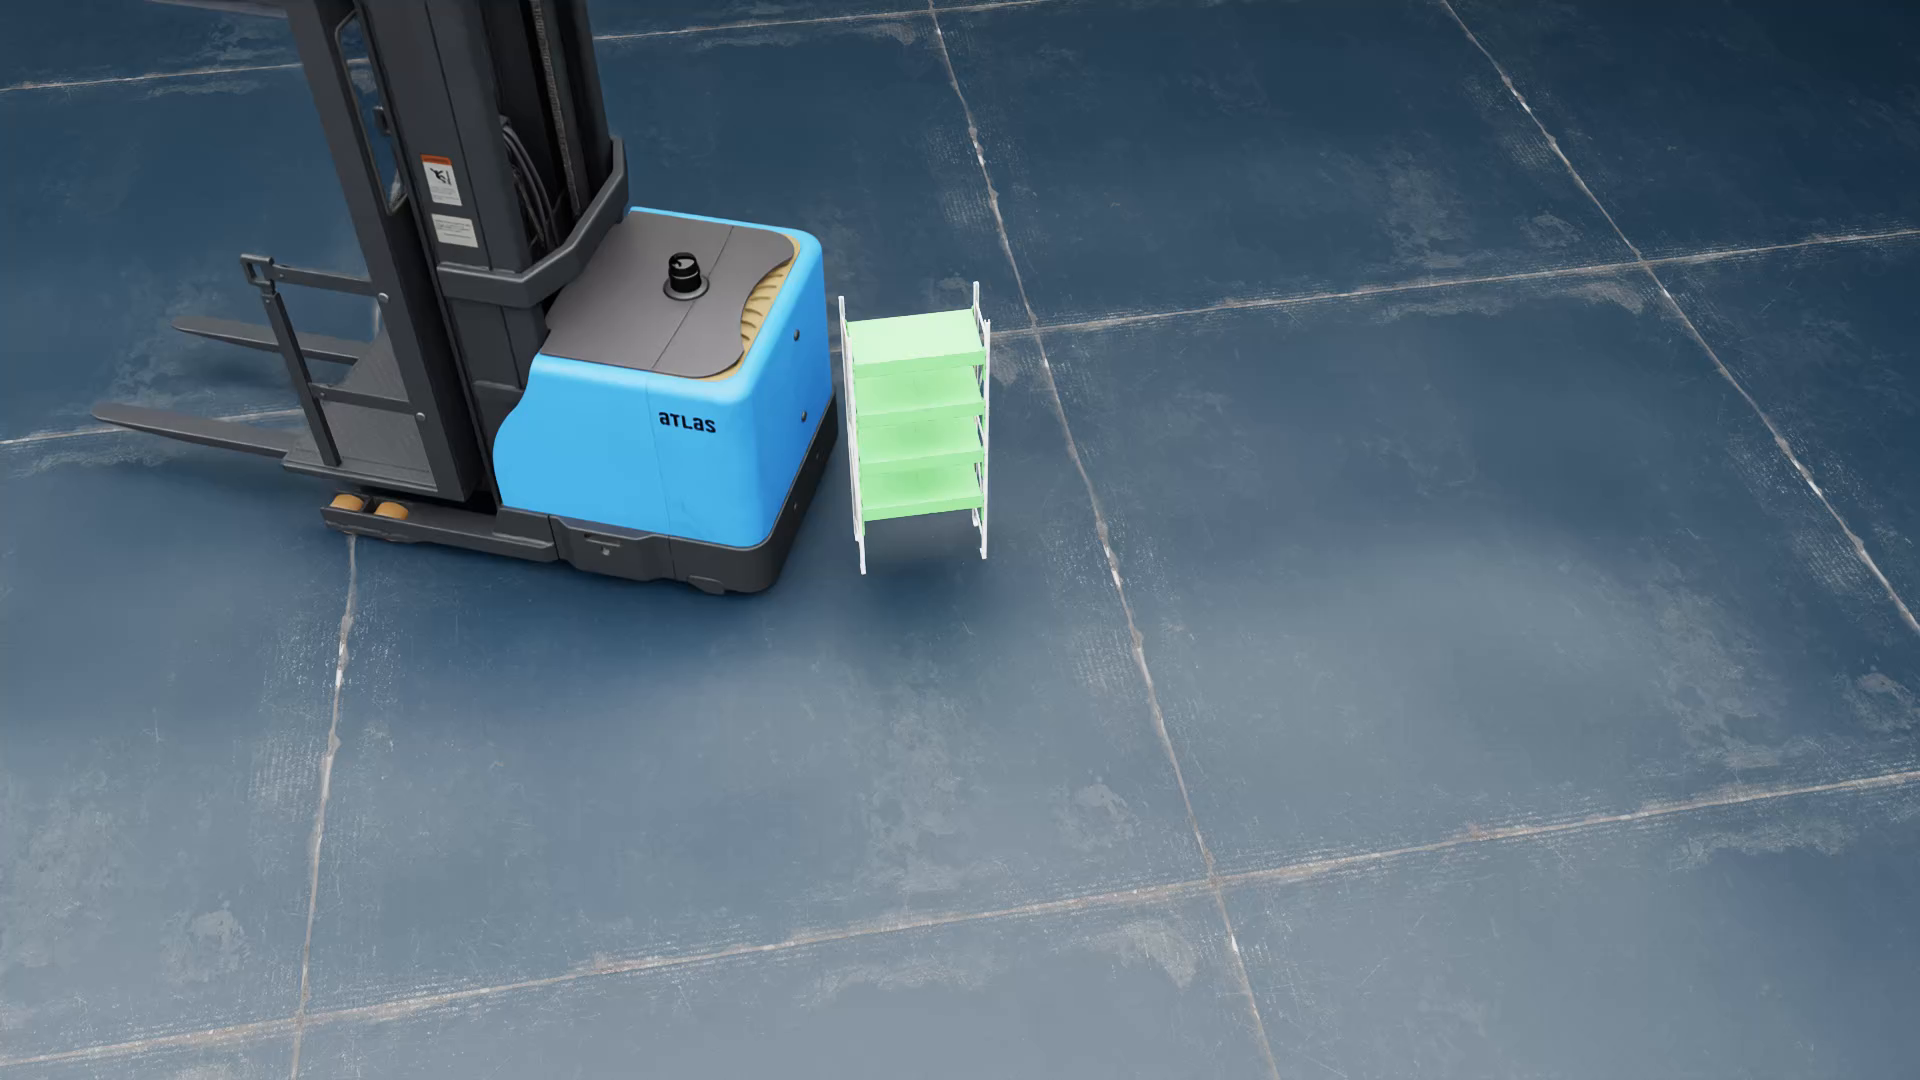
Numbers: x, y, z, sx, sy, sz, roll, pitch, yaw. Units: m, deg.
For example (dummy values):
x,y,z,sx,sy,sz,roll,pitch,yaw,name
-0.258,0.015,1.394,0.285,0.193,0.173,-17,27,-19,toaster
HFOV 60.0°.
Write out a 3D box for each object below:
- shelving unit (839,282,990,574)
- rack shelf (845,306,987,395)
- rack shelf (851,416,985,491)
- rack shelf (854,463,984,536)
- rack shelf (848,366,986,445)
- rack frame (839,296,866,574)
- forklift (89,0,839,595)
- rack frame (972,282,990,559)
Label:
x,y,z,sx,sy,sz,roll,pitch,yaw,name
-0.163,-0.396,6.298,0.503,1.200,0.258,-7,46,-7,shelving unit
-0.163,-0.685,5.999,0.480,0.148,0.258,-7,46,-7,rack shelf
-0.163,-0.352,6.344,0.480,0.148,0.258,-7,46,-7,rack shelf
-0.163,-0.185,6.517,0.480,0.148,0.258,-7,46,-7,rack shelf
-0.163,-0.518,6.172,0.480,0.148,0.258,-7,46,-7,rack shelf
-0.404,-0.366,6.269,0.015,1.200,0.240,-7,46,-7,rack frame
-2.091,-1.368,6.033,3.031,2.935,1.130,10,47,9,forklift
0.077,-0.426,6.327,0.015,1.200,0.240,-7,46,-7,rack frame
